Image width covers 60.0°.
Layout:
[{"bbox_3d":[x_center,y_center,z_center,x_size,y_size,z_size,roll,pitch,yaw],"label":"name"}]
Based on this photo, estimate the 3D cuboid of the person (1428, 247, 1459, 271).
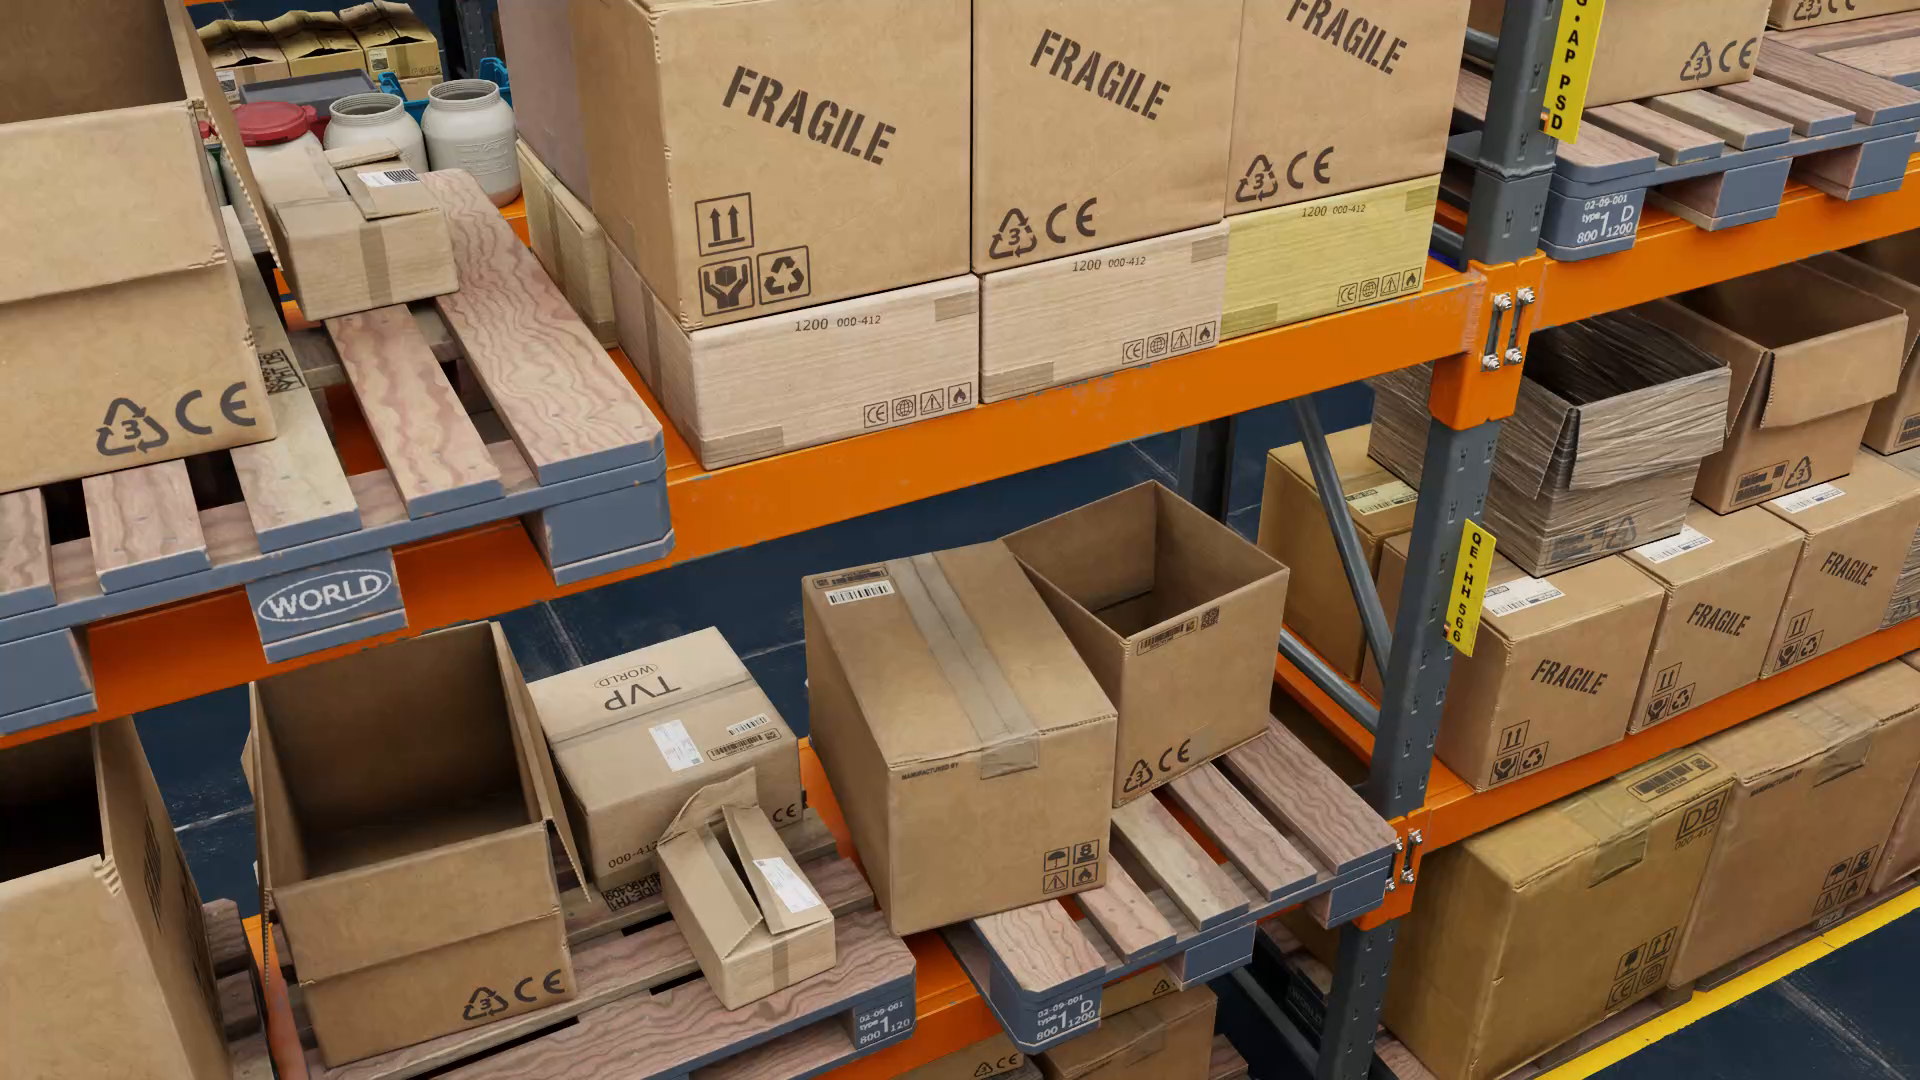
[{"bbox_3d":[2.209,-0.979,7.641,0.488,1.705,0.509,23,40,31],"label":"person"}]
